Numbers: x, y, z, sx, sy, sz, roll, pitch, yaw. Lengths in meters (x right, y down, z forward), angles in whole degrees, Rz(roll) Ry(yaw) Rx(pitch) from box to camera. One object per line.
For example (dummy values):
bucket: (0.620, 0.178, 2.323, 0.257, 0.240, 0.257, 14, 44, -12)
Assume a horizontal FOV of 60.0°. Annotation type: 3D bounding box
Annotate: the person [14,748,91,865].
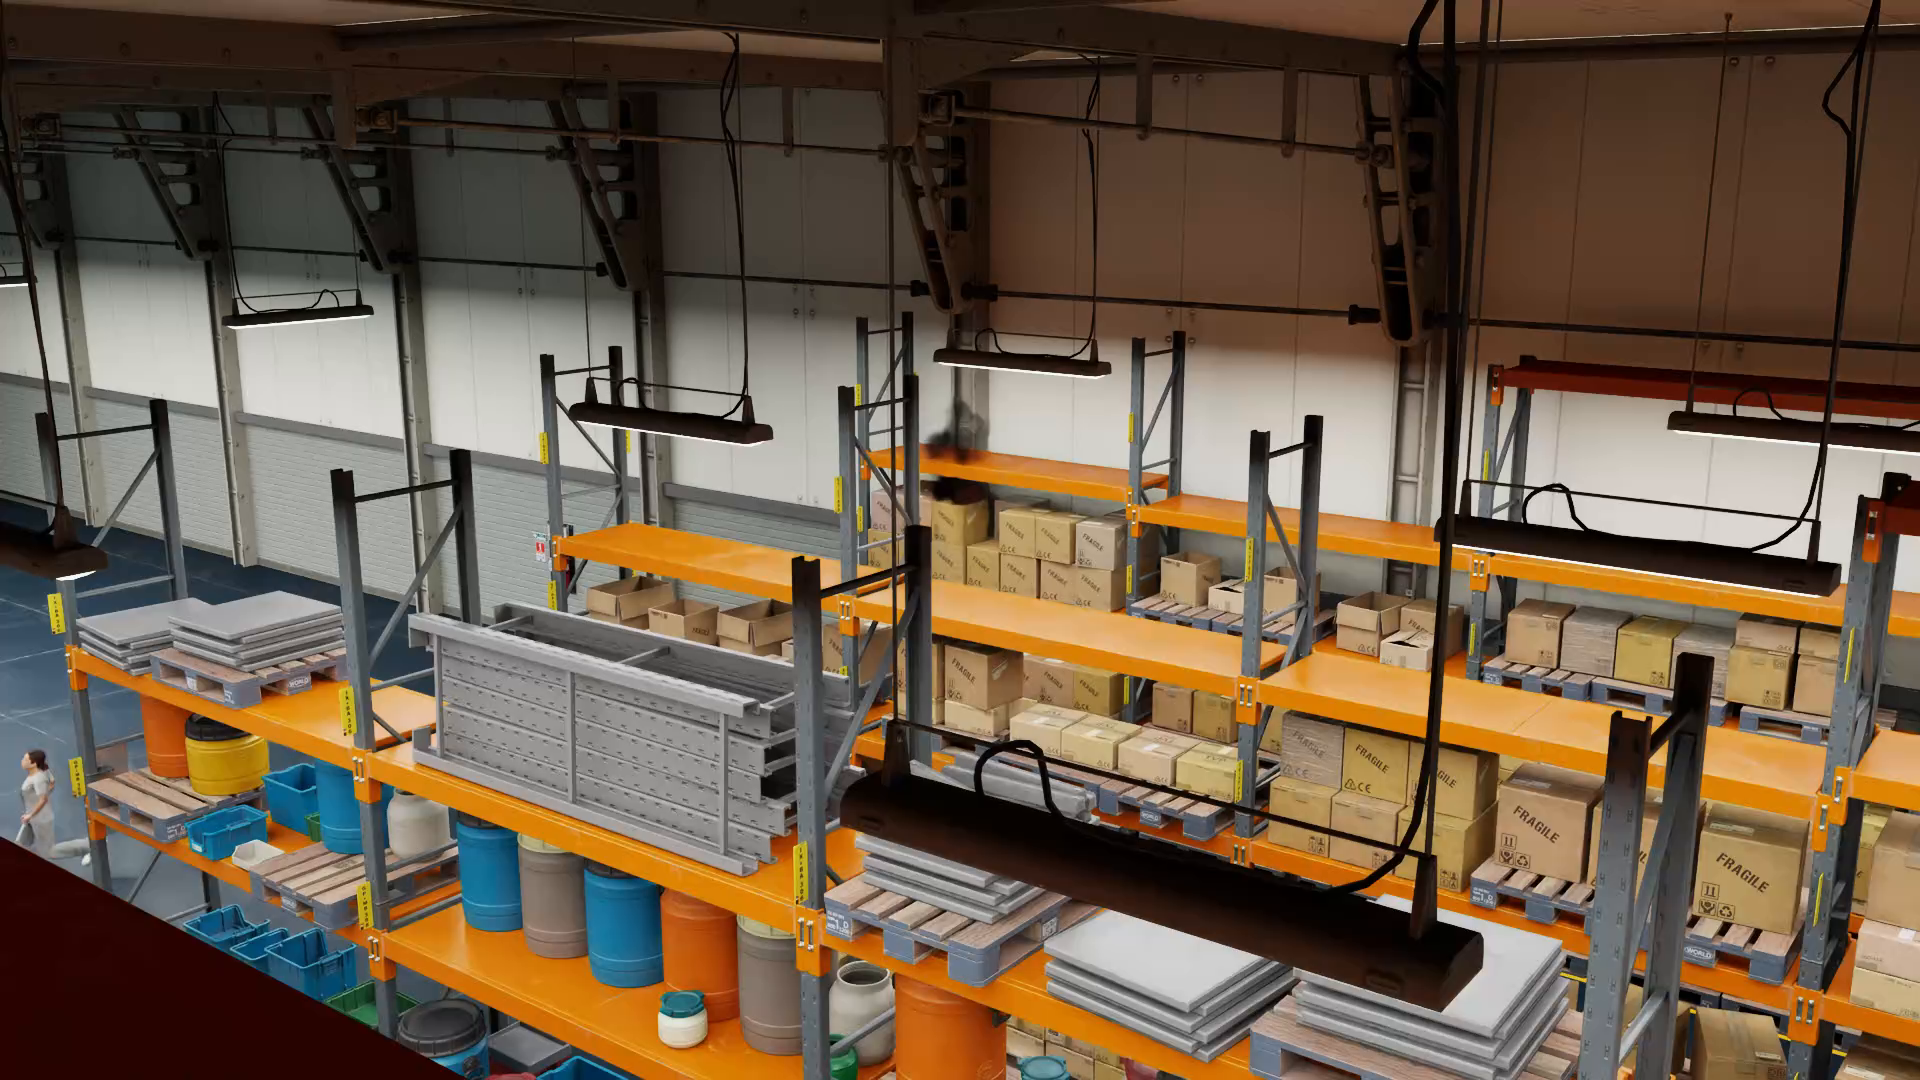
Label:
person: (-10.139, 3.092, 18.421, 0.970, 1.652, 0.550, -9, 16, -35)
